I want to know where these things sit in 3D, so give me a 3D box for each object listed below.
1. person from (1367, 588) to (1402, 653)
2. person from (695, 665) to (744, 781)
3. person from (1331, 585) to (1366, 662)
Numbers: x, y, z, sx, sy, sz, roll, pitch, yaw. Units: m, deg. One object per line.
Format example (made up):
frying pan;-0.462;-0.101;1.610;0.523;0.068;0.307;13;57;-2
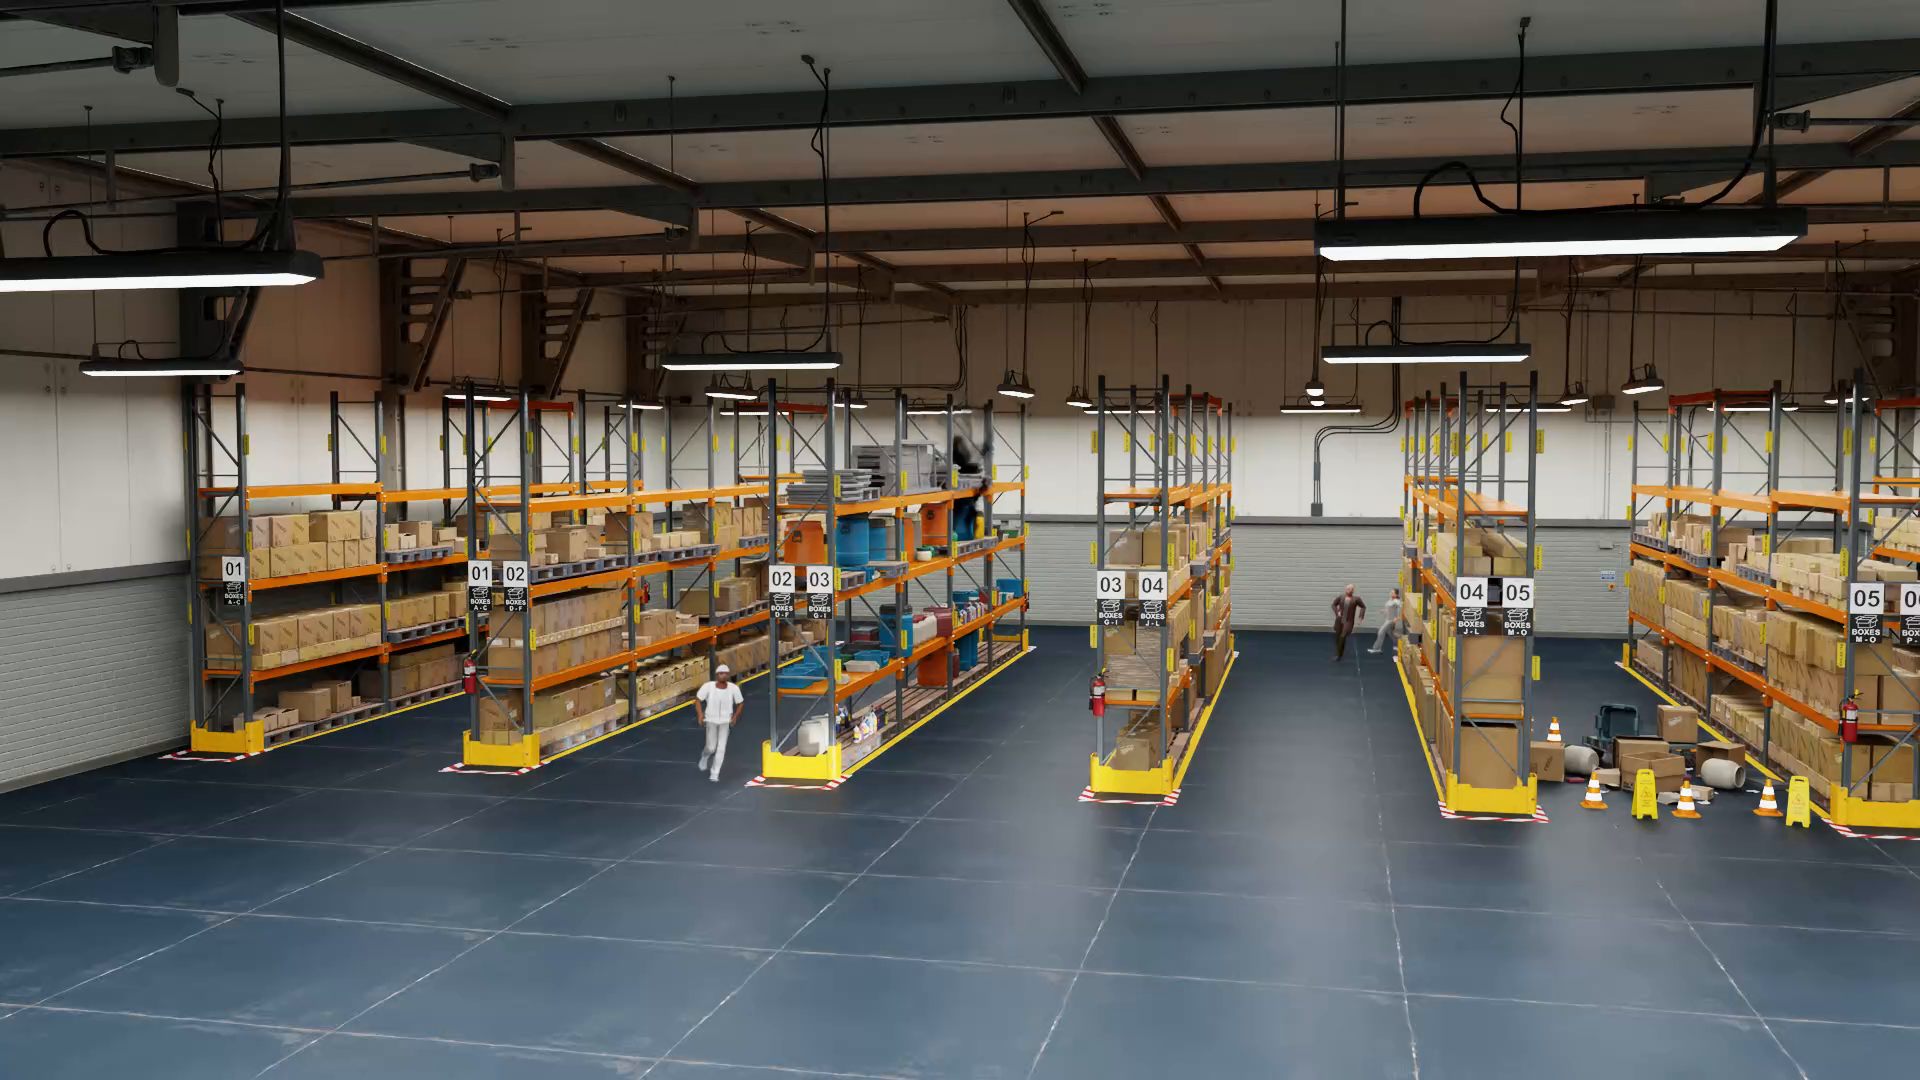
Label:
person;10.221;1.914;39.843;0.876;1.596;0.742;1;3;19
person;-3.603;2.732;24.987;0.721;1.742;0.581;-1;3;-16
person;8.918;1.907;38.372;0.770;1.760;0.955;2;4;28
